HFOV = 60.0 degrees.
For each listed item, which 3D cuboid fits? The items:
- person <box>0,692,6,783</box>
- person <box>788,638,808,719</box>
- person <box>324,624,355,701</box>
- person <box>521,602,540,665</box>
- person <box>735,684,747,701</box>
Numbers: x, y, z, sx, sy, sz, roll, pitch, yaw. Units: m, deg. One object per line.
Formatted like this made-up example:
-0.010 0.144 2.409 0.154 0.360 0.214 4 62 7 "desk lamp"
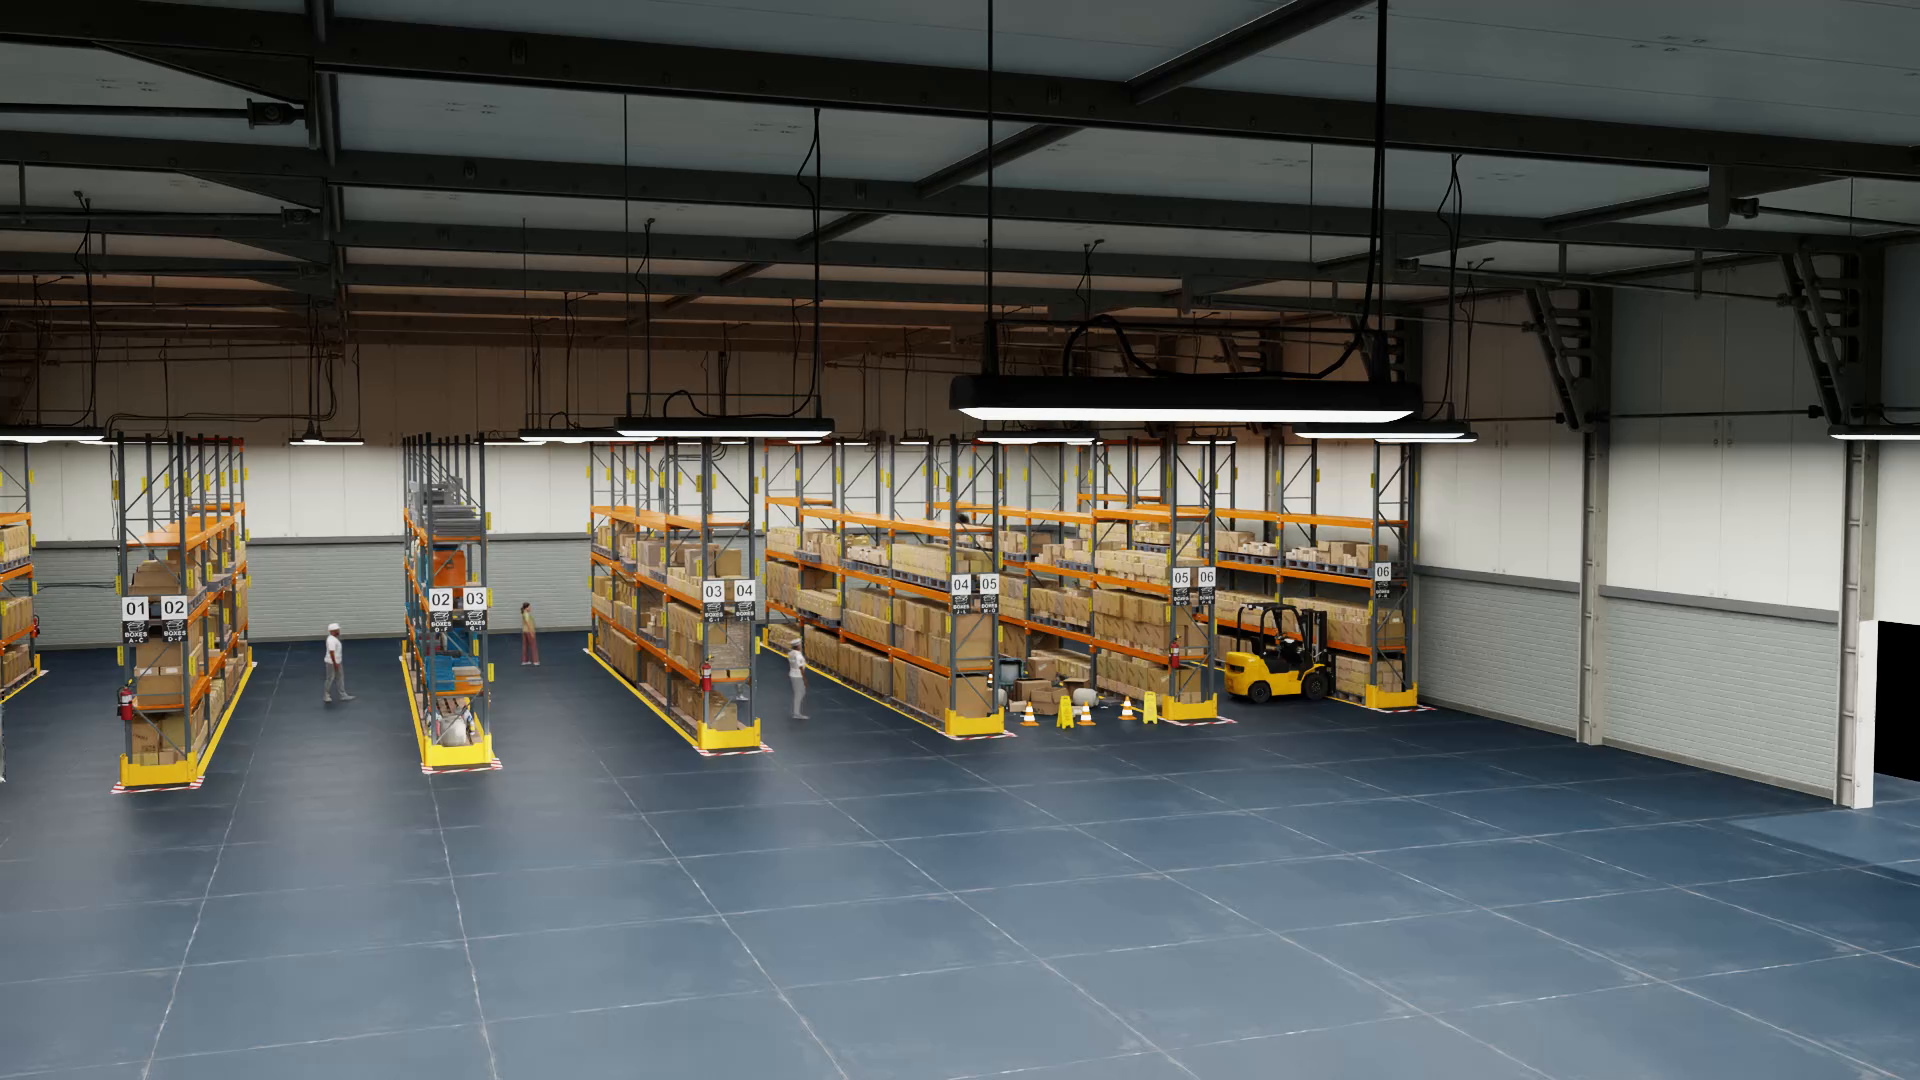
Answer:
-16.453 3.325 28.273 0.382 1.680 0.530 0 3 -1 "person"
-3.428 2.954 35.213 0.382 1.743 0.464 -1 3 -14 "person"
-14.094 2.768 37.576 0.612 1.763 0.592 0 3 5 "person"
-11.294 2.456 43.728 0.449 1.669 0.517 -3 4 -42 "person"
-4.965 2.872 37.769 0.364 1.600 0.487 0 3 -4 "person"
